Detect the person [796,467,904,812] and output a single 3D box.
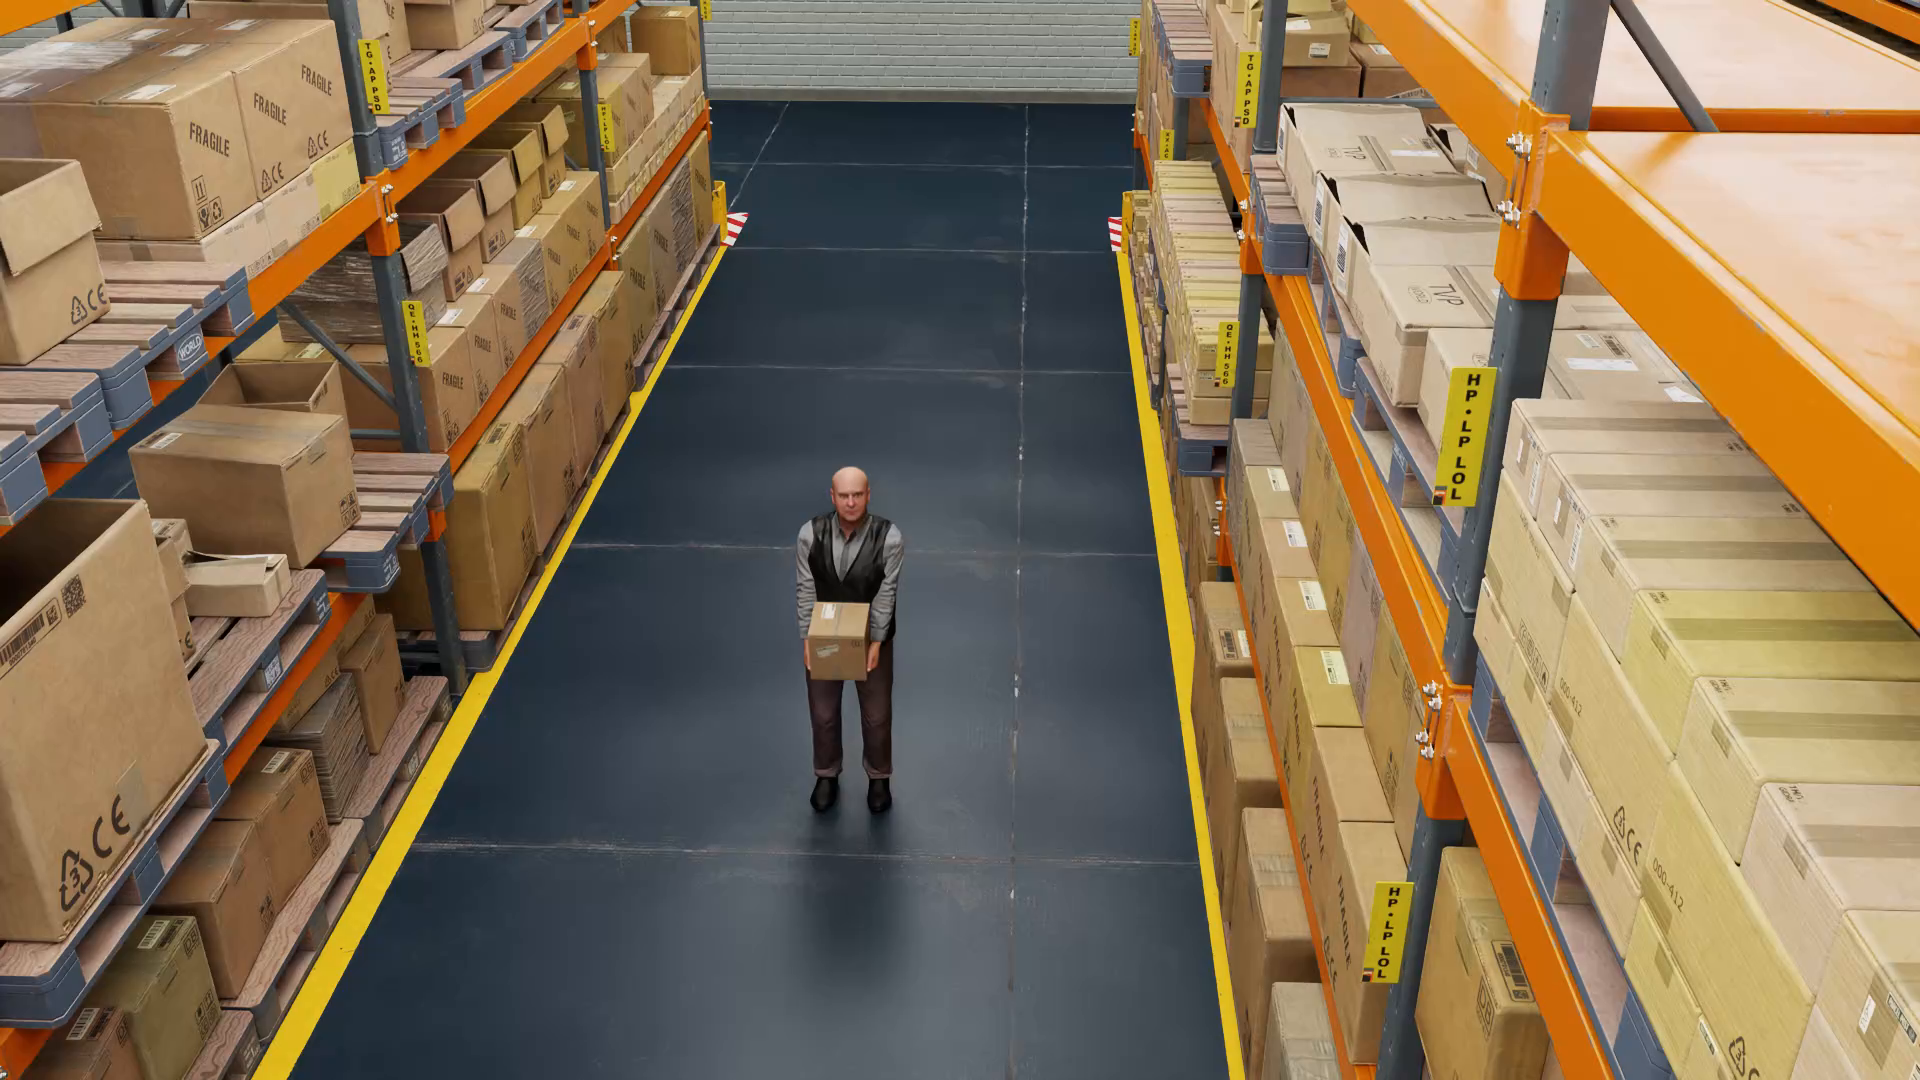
[{"bbox_3d":[-0.506,0.511,7.687,0.494,1.711,0.551,1,28,3],"label":"person"}]
